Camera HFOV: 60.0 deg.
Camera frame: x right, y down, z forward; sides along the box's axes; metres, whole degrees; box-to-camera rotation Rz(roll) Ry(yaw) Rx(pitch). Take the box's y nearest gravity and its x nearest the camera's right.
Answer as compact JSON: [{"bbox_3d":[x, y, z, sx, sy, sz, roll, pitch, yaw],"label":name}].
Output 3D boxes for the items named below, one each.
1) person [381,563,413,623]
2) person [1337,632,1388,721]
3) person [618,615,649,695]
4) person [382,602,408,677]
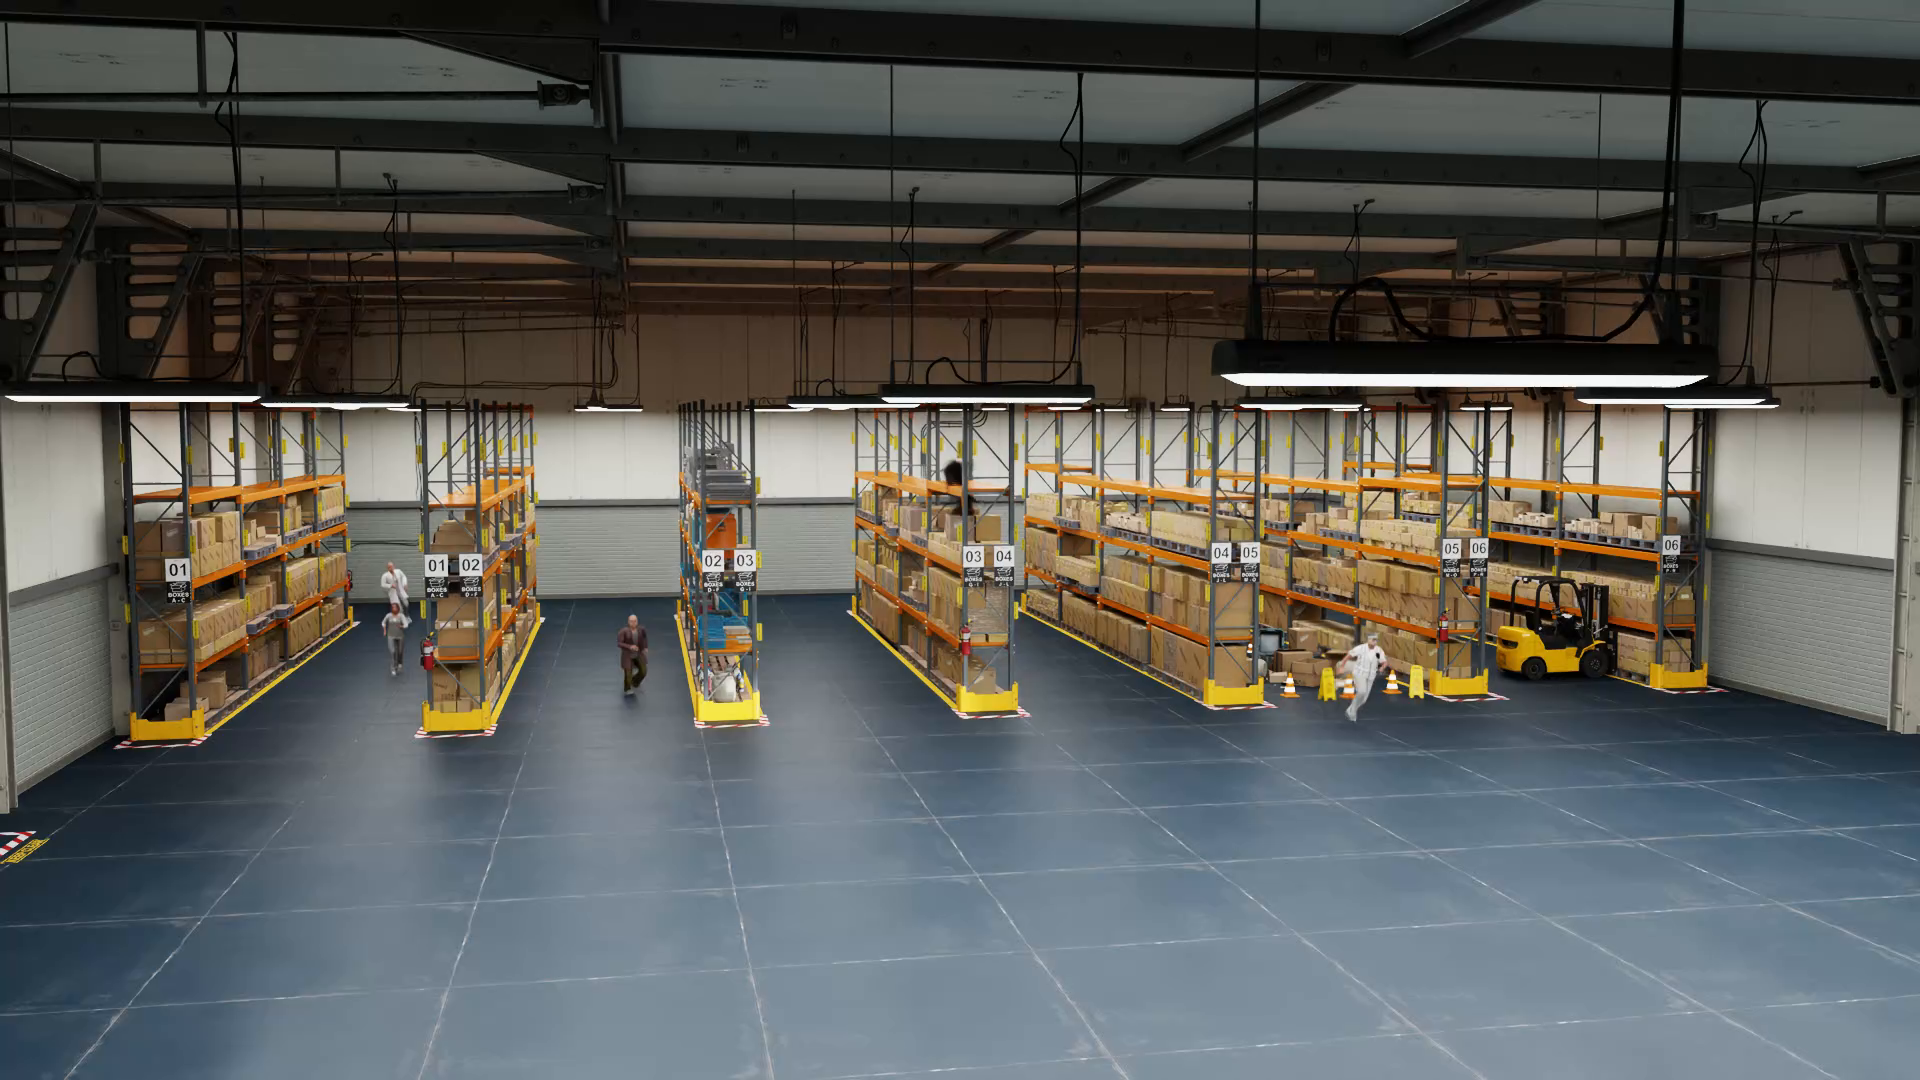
[{"bbox_3d":[-15.306,1.458,45.250,0.856,1.710,0.737,-3,6,-39],"label":"person"},{"bbox_3d":[7.589,2.555,31.102,0.841,1.683,0.715,-1,5,-17],"label":"person"},{"bbox_3d":[-6.610,2.340,33.661,0.716,1.670,0.924,-2,5,-29],"label":"person"},{"bbox_3d":[-12.355,2.157,36.383,0.544,1.591,0.888,-1,5,-18],"label":"person"}]
